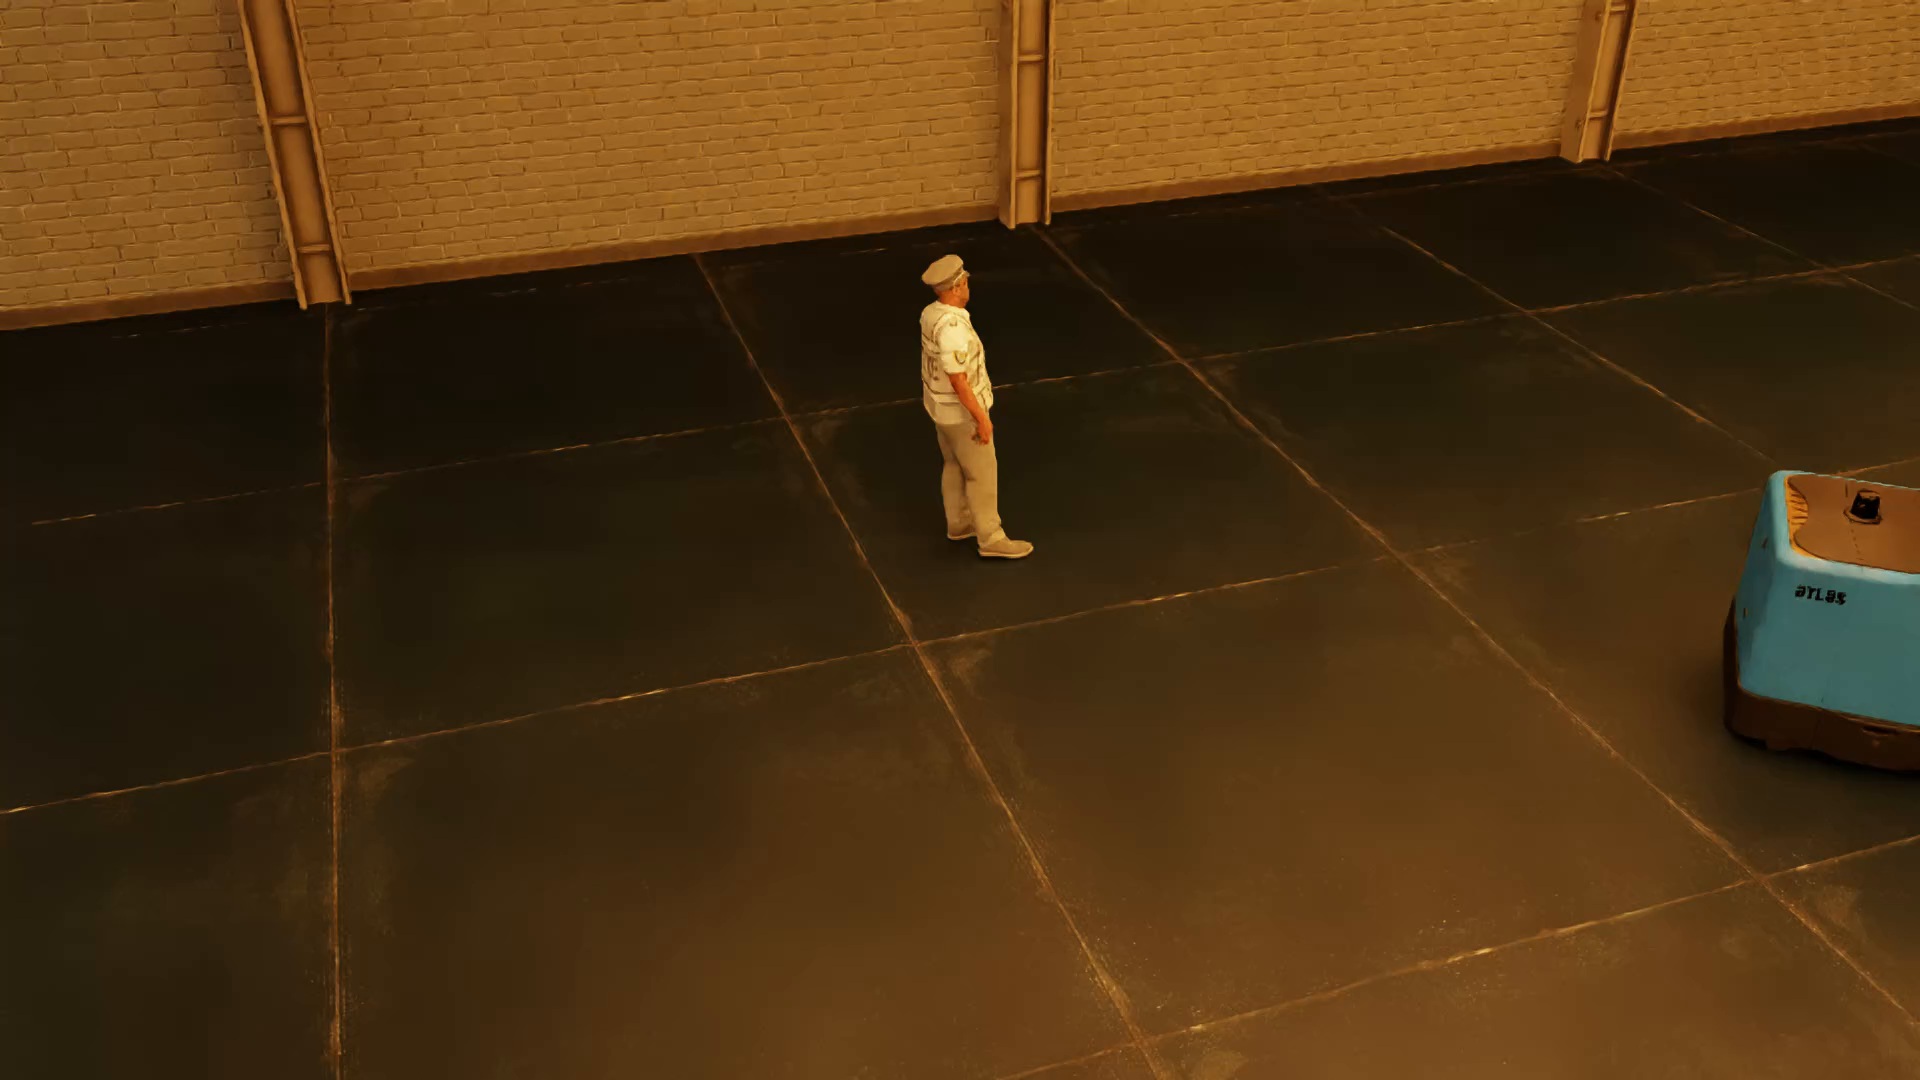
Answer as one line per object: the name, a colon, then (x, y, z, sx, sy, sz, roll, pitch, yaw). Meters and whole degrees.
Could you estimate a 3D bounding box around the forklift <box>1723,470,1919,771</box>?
forklift: (5.391, -0.231, 7.488, 3.031, 2.935, 1.130, 11, 32, 18)

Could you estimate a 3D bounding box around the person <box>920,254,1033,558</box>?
person: (0.078, -0.786, 9.589, 0.574, 1.781, 0.640, -10, 31, -16)
